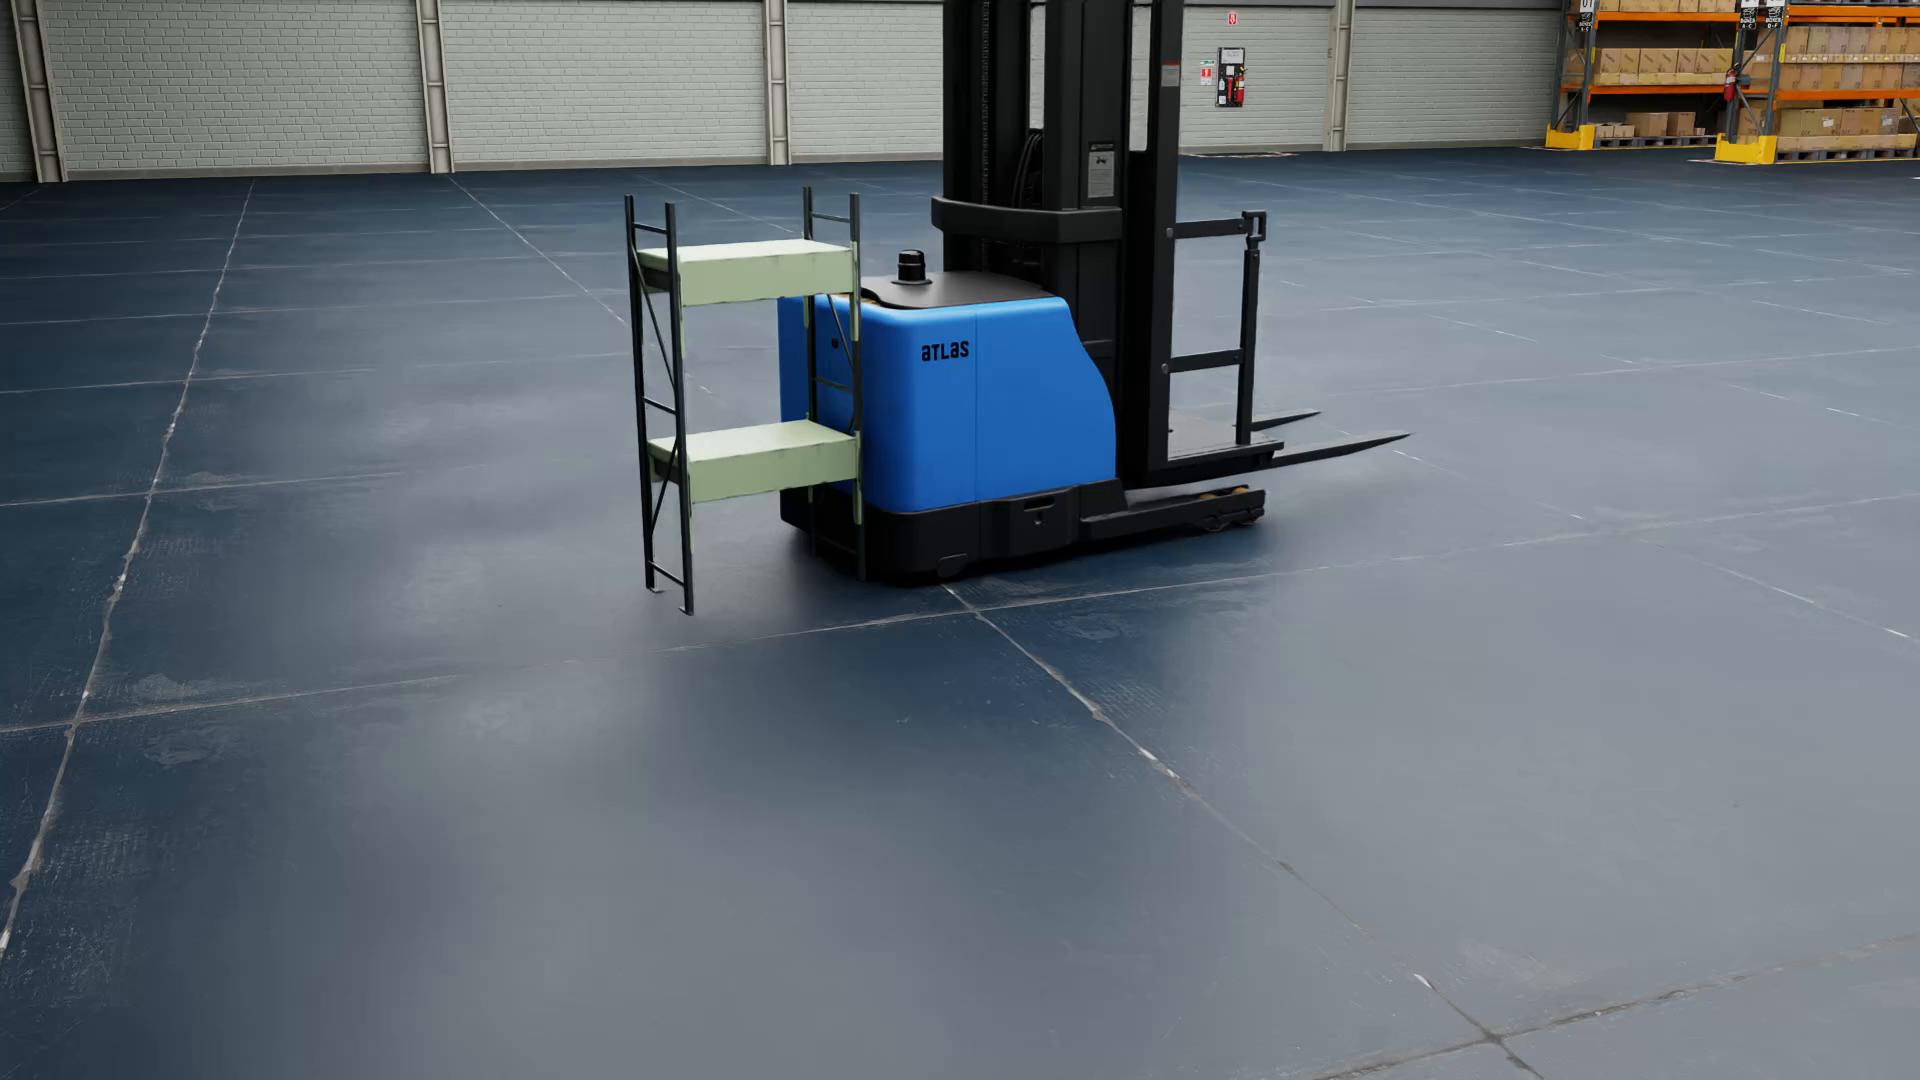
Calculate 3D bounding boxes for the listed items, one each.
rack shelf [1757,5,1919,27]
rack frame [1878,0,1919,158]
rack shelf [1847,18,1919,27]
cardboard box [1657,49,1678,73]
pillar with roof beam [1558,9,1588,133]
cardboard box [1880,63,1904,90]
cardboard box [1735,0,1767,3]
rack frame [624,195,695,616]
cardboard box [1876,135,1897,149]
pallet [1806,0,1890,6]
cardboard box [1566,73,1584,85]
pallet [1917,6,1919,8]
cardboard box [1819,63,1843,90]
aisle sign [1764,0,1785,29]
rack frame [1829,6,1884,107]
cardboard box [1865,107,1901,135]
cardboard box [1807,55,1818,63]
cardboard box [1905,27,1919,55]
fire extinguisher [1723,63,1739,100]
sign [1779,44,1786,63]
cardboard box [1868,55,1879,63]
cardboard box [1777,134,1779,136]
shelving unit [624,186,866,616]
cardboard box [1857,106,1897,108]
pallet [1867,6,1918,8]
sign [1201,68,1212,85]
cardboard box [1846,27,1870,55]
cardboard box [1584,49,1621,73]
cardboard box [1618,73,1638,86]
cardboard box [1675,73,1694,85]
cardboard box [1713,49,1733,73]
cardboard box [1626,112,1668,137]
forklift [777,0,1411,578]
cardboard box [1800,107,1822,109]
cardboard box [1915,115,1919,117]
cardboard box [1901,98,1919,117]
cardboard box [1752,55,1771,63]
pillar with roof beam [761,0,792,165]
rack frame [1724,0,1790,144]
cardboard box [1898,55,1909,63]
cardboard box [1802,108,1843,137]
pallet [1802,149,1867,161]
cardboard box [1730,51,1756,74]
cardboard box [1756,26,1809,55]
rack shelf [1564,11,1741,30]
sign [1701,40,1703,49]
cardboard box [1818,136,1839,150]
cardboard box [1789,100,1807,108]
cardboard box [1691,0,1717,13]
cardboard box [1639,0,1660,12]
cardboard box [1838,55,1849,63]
[{"bbox_3d":[16.754,-9.915,31.493,4.000,0.370,1.077,-6,17,-20],"label":"rack shelf"},{"bbox_3d":[18.622,-9.023,32.501,0.127,3.000,1.000,-6,17,-20],"label":"rack frame"},{"bbox_3d":[22.448,-12.025,38.676,4.000,0.370,1.077,-6,17,-20],"label":"rack shelf"},{"bbox_3d":[15.091,-10.342,35.892,0.500,0.500,0.500,-6,17,-18],"label":"cardboard box"},{"bbox_3d":[14.995,-11.967,31.877,0.400,9.000,9.100,-6,17,-20],"label":"pillar with roof beam"},{"bbox_3d":[17.719,-8.970,32.142,0.500,0.500,0.700,-6,18,-21],"label":"cardboard box"},{"bbox_3d":[17.385,-12.049,36.558,0.500,0.500,0.500,-4,17,-12],"label":"cardboard box"},{"bbox_3d":[-1.101,-0.487,6.096,0.023,1.500,0.400,-10,19,-32],"label":"rack frame"},{"bbox_3d":[17.797,-7.753,32.311,0.500,0.250,0.500,-6,17,-20],"label":"cardboard box"},{"bbox_3d":[16.697,-10.205,31.359,1.213,0.211,1.003,-6,17,-20],"label":"pallet"},{"bbox_3d":[13.478,-9.958,35.917,0.500,0.250,0.500,-6,17,-19],"label":"cardboard box"},{"bbox_3d":[19.441,-10.463,32.419,1.217,0.209,0.805,-7,18,-22],"label":"pallet"},{"bbox_3d":[16.282,-8.814,31.612,0.500,0.500,0.700,-6,17,-20],"label":"cardboard box"},{"bbox_3d":[14.935,-9.780,30.464,0.004,0.787,0.394,-6,17,-20],"label":"aisle sign"},{"bbox_3d":[20.581,-10.729,38.311,0.127,3.000,1.000,-6,17,-20],"label":"rack frame"},{"bbox_3d":[17.796,-8.113,32.207,0.500,0.500,0.500,-6,17,-20],"label":"cardboard box"},{"bbox_3d":[15.809,-9.014,31.141,0.250,0.149,0.380,-6,17,-20],"label":"cardboard box"},{"bbox_3d":[18.210,-9.647,32.146,0.500,0.500,0.700,-6,17,-20],"label":"cardboard box"},{"bbox_3d":[14.610,-8.693,31.514,0.183,0.674,0.296,-6,17,-20],"label":"fire extinguisher"},{"bbox_3d":[15.080,-8.926,30.495,0.005,0.325,0.100,-6,17,-20],"label":"sign"},{"bbox_3d":[17.258,-9.171,31.675,0.250,0.149,0.380,-6,17,-18],"label":"cardboard box"},{"bbox_3d":[15.744,-7.687,32.087,0.500,0.250,0.500,-6,17,-20],"label":"cardboard box"},{"bbox_3d":[-0.795,-0.544,6.289,0.755,1.500,0.431,-10,19,-32],"label":"shelving unit"},{"bbox_3d":[18.077,-8.301,32.844,0.500,0.500,0.500,-6,17,-20],"label":"cardboard box"},{"bbox_3d":[21.163,-12.157,38.183,1.003,0.211,1.213,-5,17,-18],"label":"pallet"},{"bbox_3d":[4.978,-9.365,33.603,0.234,0.329,0.001,-6,17,-20],"label":"sign"},{"bbox_3d":[16.804,-9.495,31.629,0.500,0.500,0.700,-6,17,-20],"label":"cardboard box"},{"bbox_3d":[13.664,-10.189,35.372,0.500,0.500,0.500,-6,17,-20],"label":"cardboard box"},{"bbox_3d":[14.160,-9.882,35.657,0.500,0.250,0.500,-7,18,-22],"label":"cardboard box"},{"bbox_3d":[15.580,-10.033,36.172,0.500,0.250,0.500,-6,17,-20],"label":"cardboard box"},{"bbox_3d":[16.515,-10.494,36.411,0.500,0.500,0.500,-6,17,-20],"label":"cardboard box"},{"bbox_3d":[15.024,-9.099,36.414,0.500,0.500,0.700,-7,18,-24],"label":"cardboard box"},{"bbox_3d":[0.740,-1.553,7.186,3.031,2.935,1.130,-10,19,-32],"label":"forklift"},{"bbox_3d":[16.677,-8.149,32.328,0.500,0.500,0.500,-6,17,-20],"label":"cardboard box"},{"bbox_3d":[19.381,-8.345,33.330,0.500,0.311,0.500,-6,17,-19],"label":"cardboard box"},{"bbox_3d":[22.135,-10.025,38.985,0.750,0.750,0.750,-6,17,-20],"label":"cardboard box"},{"bbox_3d":[15.175,-9.068,31.324,0.250,0.149,0.380,-6,18,-21],"label":"cardboard box"},{"bbox_3d":[-1.813,-10.152,25.697,0.400,9.000,9.100,-6,17,-20],"label":"pillar with roof beam"},{"bbox_3d":[14.887,-8.620,31.127,0.127,3.000,1.000,-6,17,-20],"label":"rack frame"},{"bbox_3d":[17.969,-9.247,31.934,0.250,0.149,0.380,-7,18,-22],"label":"cardboard box"},{"bbox_3d":[16.395,-7.962,31.691,0.500,0.500,0.500,-6,17,-20],"label":"cardboard box"},{"bbox_3d":[16.723,-7.492,32.235,1.213,0.211,1.003,-6,17,-20],"label":"pallet"},{"bbox_3d":[17.333,-10.627,37.006,0.500,0.500,0.700,-6,17,-20],"label":"cardboard box"},{"bbox_3d":[15.377,-9.339,31.097,0.500,0.500,0.700,-6,17,-20],"label":"cardboard box"},{"bbox_3d":[14.978,-11.218,35.930,4.000,0.370,1.077,-6,17,-20],"label":"rack shelf"},{"bbox_3d":[16.644,-11.027,37.270,0.005,0.325,0.100,-6,17,-20],"label":"sign"},{"bbox_3d":[16.400,-7.599,31.787,0.500,0.250,0.500,-6,17,-20],"label":"cardboard box"},{"bbox_3d":[18.894,-9.920,37.881,0.500,0.250,0.500,-6,17,-20],"label":"cardboard box"},{"bbox_3d":[15.986,-11.659,35.941,0.500,0.500,0.500,-8,18,-25],"label":"cardboard box"},{"bbox_3d":[14.510,-11.486,35.350,0.500,0.500,0.500,-5,17,-18],"label":"cardboard box"},{"bbox_3d":[16.532,-9.092,31.408,0.250,0.149,0.380,-6,18,-21],"label":"cardboard box"}]
